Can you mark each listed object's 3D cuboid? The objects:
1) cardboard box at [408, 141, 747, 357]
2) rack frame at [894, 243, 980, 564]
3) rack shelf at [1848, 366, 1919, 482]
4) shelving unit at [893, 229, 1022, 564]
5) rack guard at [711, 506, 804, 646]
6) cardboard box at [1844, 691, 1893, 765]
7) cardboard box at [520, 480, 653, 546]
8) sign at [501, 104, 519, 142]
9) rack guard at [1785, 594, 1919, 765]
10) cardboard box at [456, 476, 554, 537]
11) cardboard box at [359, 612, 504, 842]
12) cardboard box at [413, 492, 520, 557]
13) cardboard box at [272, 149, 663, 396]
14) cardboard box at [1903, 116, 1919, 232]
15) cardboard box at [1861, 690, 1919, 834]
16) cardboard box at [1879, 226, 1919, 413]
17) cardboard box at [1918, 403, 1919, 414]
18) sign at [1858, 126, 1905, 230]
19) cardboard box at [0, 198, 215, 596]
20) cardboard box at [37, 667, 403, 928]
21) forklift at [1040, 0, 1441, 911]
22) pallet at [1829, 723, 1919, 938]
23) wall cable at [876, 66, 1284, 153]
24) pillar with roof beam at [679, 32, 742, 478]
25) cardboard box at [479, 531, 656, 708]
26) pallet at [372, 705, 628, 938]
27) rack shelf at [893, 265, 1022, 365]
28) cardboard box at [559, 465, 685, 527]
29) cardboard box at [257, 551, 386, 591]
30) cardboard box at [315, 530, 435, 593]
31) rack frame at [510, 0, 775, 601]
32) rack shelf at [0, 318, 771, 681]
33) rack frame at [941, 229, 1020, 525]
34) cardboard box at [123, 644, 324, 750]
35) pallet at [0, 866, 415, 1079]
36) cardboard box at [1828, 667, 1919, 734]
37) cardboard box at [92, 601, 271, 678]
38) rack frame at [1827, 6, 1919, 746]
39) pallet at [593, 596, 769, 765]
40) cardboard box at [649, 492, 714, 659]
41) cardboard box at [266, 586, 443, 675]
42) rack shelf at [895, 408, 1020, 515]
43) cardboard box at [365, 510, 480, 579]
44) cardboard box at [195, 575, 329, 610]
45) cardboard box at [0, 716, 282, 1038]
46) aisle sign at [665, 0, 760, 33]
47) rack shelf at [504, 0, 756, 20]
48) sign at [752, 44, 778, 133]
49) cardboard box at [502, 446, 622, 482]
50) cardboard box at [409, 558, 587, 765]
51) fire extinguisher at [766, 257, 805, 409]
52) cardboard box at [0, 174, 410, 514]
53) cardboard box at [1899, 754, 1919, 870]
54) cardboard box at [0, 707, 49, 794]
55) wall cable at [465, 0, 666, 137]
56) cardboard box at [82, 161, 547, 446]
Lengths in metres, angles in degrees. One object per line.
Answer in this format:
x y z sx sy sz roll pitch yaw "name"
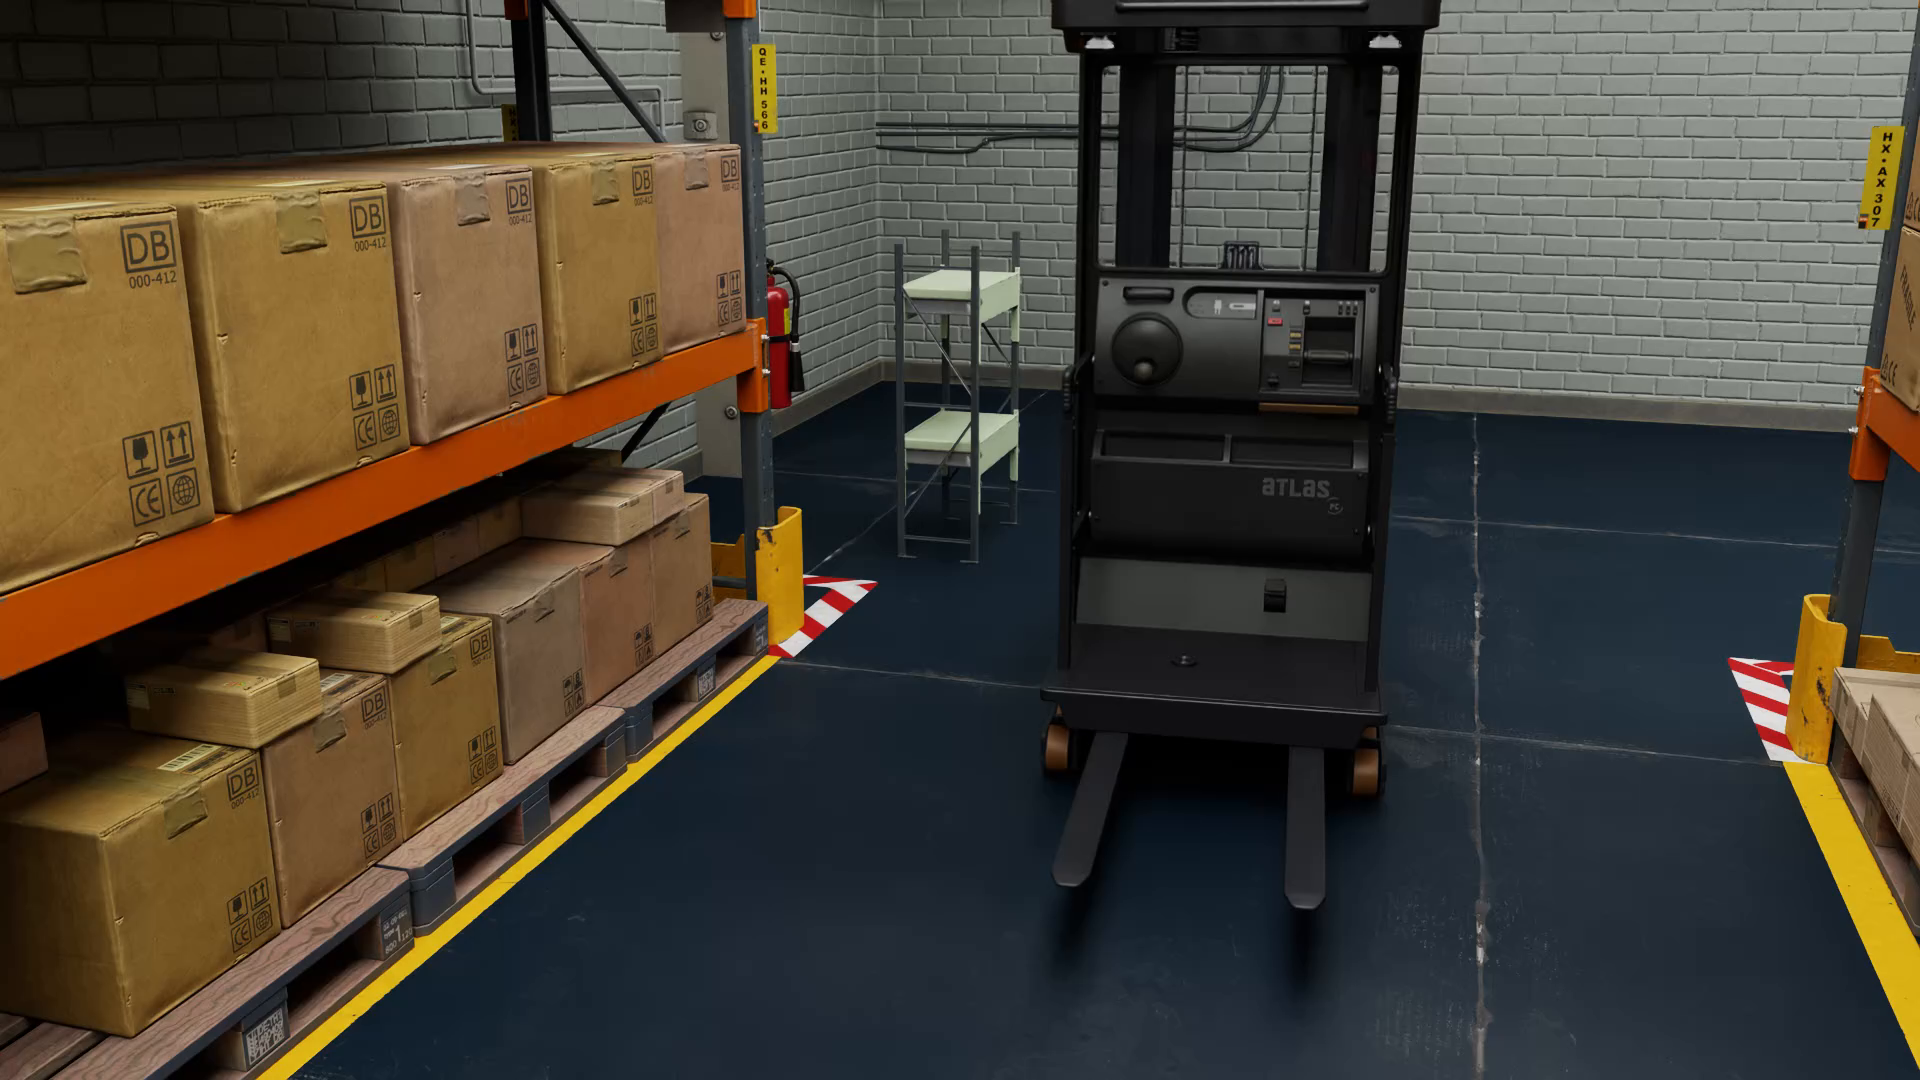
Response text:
-1.397 -1.100 6.160 0.980 0.700 0.700 5 17 18 "cardboard box"
-0.106 -0.624 7.781 0.400 1.500 0.023 5 16 16 "rack frame"
2.921 0.163 3.576 1.077 0.370 4.000 5 16 16 "rack shelf"
-0.002 -0.720 8.119 0.431 1.500 0.755 5 16 16 "shelving unit"
-1.254 0.107 7.037 1.175 0.500 0.348 5 16 16 "rack guard"
2.970 0.593 5.127 0.380 0.166 0.250 5 16 16 "cardboard box"
-1.298 -0.096 5.792 0.380 0.149 0.250 5 17 17 "cardboard box"
-1.792 -1.589 6.702 0.100 0.325 0.005 5 16 16 "sign"
3.468 0.516 5.594 1.175 0.500 0.348 5 16 16 "rack guard"
-1.664 -0.126 5.898 0.380 0.149 0.250 5 16 16 "cardboard box"
-1.793 0.504 4.865 0.700 0.500 0.500 5 17 17 "cardboard box"
-1.735 -0.060 5.668 0.380 0.149 0.250 5 17 16 "cardboard box"
-1.593 -0.908 5.485 0.980 0.700 0.700 4 16 15 "cardboard box"
3.110 -1.140 4.836 0.500 0.500 0.500 5 17 18 "cardboard box"
2.921 0.656 4.753 0.500 0.250 0.500 5 16 16 "cardboard box"
3.110 -0.659 4.972 0.500 0.500 0.500 5 17 17 "cardboard box"
2.969 -0.523 4.495 0.500 0.500 0.500 4 16 15 "cardboard box"
2.969 -1.165 5.353 0.100 0.325 0.005 5 16 16 "sign"
-2.228 -0.328 3.439 0.980 0.700 0.700 5 17 17 "cardboard box"
-1.941 0.639 4.392 0.700 0.500 0.500 4 16 15 "cardboard box"
0.881 -0.683 5.366 1.130 2.935 3.031 3 16 11 "forklift"
3.242 0.864 4.898 1.003 0.211 1.213 5 16 16 "pallet"
0.689 -3.934 11.398 3.097 2.526 0.112 5 16 16 "wall cable"
2.804 -4.415 7.405 9.100 9.000 0.400 5 16 16 "pillar with roof beam"
-1.506 0.233 5.823 0.700 0.500 0.500 5 16 16 "cardboard box"
-1.762 0.785 5.174 1.003 0.211 1.213 5 16 16 "pallet"
-0.002 -1.095 8.012 0.431 0.370 0.720 5 16 16 "rack shelf"
-1.226 -0.162 6.028 0.380 0.149 0.250 4 16 15 "cardboard box"
-1.951 0.140 4.963 0.380 0.149 0.250 4 16 15 "cardboard box"
-1.879 0.073 5.196 0.380 0.149 0.250 5 17 16 "cardboard box"
-1.261 -1.090 6.674 1.000 3.000 0.127 5 16 16 "rack frame"
-1.830 -0.220 4.927 1.077 0.370 4.000 5 16 16 "rack shelf"
0.102 -0.816 8.456 0.400 1.500 0.023 5 16 16 "rack frame"
-1.815 0.382 4.107 0.380 0.149 0.250 5 17 18 "cardboard box"
-2.107 1.106 4.045 1.003 0.211 1.213 5 16 16 "pallet"
3.041 0.536 5.360 0.380 0.149 0.250 5 16 16 "cardboard box"
-2.097 0.273 4.492 0.380 0.149 0.250 4 16 14 "cardboard box"
3.489 -0.706 5.323 1.000 3.000 0.127 5 16 16 "rack frame"
-1.413 0.467 6.295 1.003 0.211 1.213 5 16 16 "pallet"
-1.364 0.102 6.284 0.700 0.500 0.500 5 16 16 "cardboard box"
-1.667 0.246 4.589 0.380 0.149 0.250 4 16 14 "cardboard box"
-0.002 -0.406 8.208 0.431 0.370 0.720 5 16 16 "rack shelf"
-1.807 0.006 5.433 0.380 0.149 0.250 5 17 17 "cardboard box"
-2.024 0.207 4.724 0.380 0.149 0.250 5 17 16 "cardboard box"
-2.087 0.770 3.930 0.700 0.500 0.500 5 17 17 "cardboard box"
-0.953 -2.336 6.303 0.394 0.787 0.004 5 16 16 "aisle sign"
-1.830 -1.663 4.518 1.077 0.370 4.000 5 16 16 "rack shelf"
-0.745 -1.715 6.322 0.100 0.325 0.005 5 16 16 "sign"
-1.520 -0.258 6.366 0.380 0.149 0.250 5 17 16 "cardboard box"
-1.649 0.364 5.359 0.700 0.500 0.500 4 16 14 "cardboard box"
-0.776 -0.877 6.748 0.296 0.674 0.183 5 16 16 "fire extinguisher"
-2.015 -0.519 4.111 0.980 0.700 0.700 4 16 14 "cardboard box"
2.779 0.787 4.292 0.500 0.250 0.500 5 16 16 "cardboard box"
-2.319 0.480 3.762 0.380 0.149 0.250 5 16 16 "cardboard box"
-1.804 -1.987 7.975 0.084 1.984 1.851 5 16 16 "wall cable"
-1.818 -0.710 4.785 0.980 0.700 0.700 4 16 13 "cardboard box"
